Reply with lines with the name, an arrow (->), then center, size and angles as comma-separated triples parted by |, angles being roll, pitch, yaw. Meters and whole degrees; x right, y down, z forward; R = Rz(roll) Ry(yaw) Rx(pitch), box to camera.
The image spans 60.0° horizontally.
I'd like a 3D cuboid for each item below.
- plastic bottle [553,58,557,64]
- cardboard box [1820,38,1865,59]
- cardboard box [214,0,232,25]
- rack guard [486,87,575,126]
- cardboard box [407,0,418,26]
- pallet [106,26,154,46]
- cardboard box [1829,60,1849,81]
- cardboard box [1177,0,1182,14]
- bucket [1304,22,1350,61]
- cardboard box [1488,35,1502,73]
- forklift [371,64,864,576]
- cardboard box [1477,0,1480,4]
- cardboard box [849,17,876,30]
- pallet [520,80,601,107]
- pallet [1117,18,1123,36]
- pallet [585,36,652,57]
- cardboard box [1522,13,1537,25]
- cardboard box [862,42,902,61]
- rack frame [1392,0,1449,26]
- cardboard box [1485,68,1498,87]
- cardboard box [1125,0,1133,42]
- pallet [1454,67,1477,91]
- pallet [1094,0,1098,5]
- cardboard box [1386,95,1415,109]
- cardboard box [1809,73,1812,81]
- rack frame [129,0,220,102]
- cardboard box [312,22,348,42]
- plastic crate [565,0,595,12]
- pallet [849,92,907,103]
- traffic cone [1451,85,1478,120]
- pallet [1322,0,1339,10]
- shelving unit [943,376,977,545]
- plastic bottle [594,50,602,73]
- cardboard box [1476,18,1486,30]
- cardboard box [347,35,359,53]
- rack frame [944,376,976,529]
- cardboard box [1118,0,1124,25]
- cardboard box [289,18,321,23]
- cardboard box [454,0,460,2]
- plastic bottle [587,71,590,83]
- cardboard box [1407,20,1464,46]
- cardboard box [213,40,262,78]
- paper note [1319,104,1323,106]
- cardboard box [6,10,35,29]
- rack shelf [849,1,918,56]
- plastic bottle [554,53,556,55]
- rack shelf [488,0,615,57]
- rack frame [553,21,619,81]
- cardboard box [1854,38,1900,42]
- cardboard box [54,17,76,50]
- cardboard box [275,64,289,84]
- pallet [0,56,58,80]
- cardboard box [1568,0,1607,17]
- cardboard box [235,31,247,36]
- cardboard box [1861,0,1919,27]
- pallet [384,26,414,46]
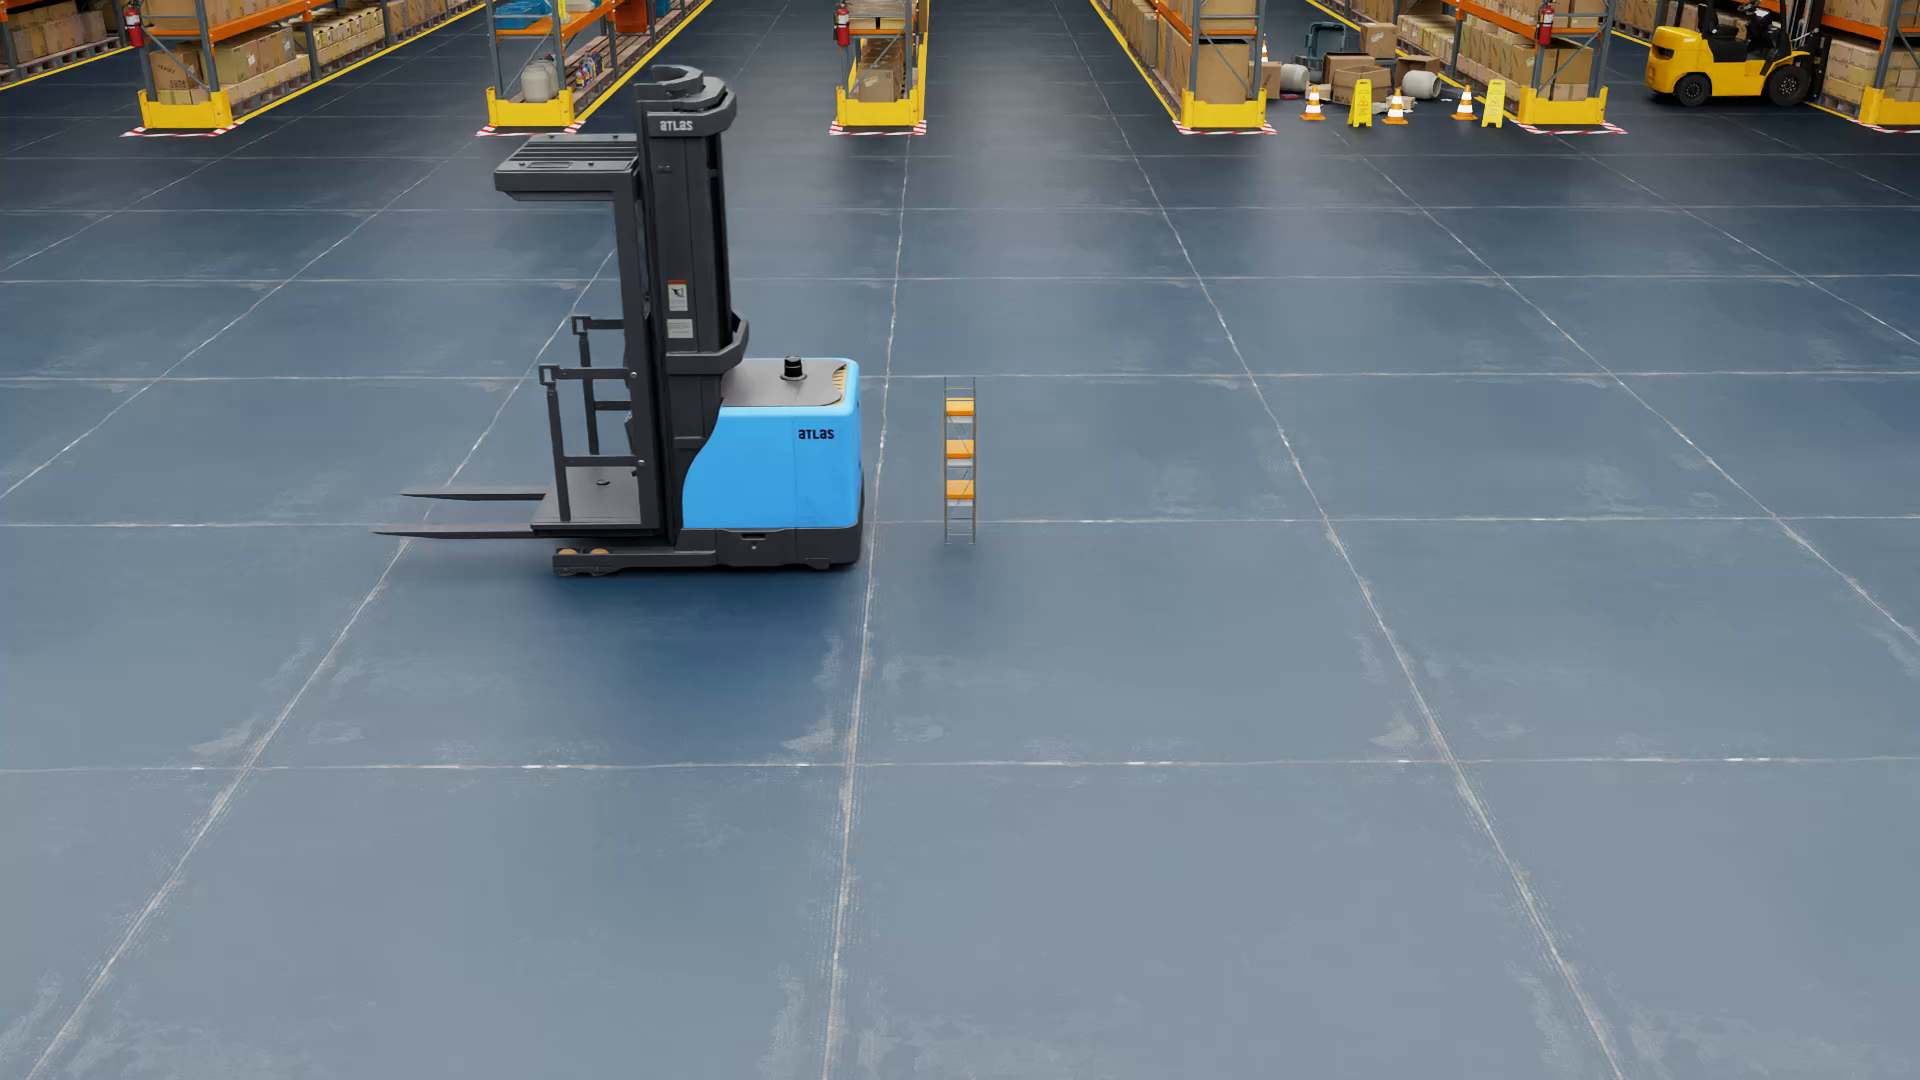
plastic bottle -> -6.461, -7.565, 26.614 | 0.097, 0.271, 0.097 | 0, 24, 0
cardboard box -> 13.348, -7.445, 25.184 | 0.500, 0.250, 0.500 | 0, 24, 0
cardboard box -> -11.090, -7.787, 24.206 | 0.700, 0.500, 0.500 | 0, 24, 1
rack guard -> -6.182, -6.245, 23.952 | 1.175, 0.500, 0.348 | 0, 24, -1
cardboard box -> -10.905, -10.302, 32.387 | 0.500, 0.500, 0.500 | -1, 24, -1
pallet -> -16.061, -9.660, 31.852 | 1.003, 0.211, 1.213 | 0, 24, -1
cardboard box -> 13.379, -7.016, 24.843 | 0.500, 0.250, 0.500 | 0, 24, -1
cardboard box -> 3.775, -8.253, 25.176 | 0.875, 0.550, 0.500 | 0, 24, -1
bucket -> 6.043, -8.160, 27.280 | 0.726, 0.611, 0.620 | 8, 16, 18
cardboard box -> 8.451, -7.452, 25.504 | 0.500, 0.500, 0.500 | -1, 24, -2
forklift -> -2.147, -1.331, 10.137 | 3.031, 2.935, 1.130 | 0, 24, -1
cardboard box -> 8.455, -8.609, 26.451 | 0.380, 0.149, 0.250 | 0, 24, -1
cardboard box -> -1.391, -7.378, 23.727 | 0.380, 0.149, 0.250 | 0, 24, -1
pallet -> -6.195, -6.950, 25.861 | 1.003, 0.211, 1.213 | 0, 24, -1
pallet -> 3.675, -10.206, 33.059 | 1.003, 0.211, 1.213 | 0, 24, -1
pallet -> -6.251, -9.060, 30.526 | 1.003, 0.211, 1.213 | 0, 24, -1
cardboard box -> 8.397, -7.563, 24.136 | 0.380, 0.149, 0.250 | -1, 24, -1
cardboard box -> -1.246, -7.675, 26.604 | 0.500, 0.500, 0.500 | 8, 25, 16
rack frame -> 8.641, -10.717, 30.805 | 1.000, 3.000, 0.127 | 0, 24, -1
cardboard box -> 8.442, -7.120, 25.679 | 0.500, 0.250, 0.500 | -1, 24, -2
cardboard box -> 3.609, -9.568, 30.485 | 1.050, 0.750, 0.750 | -1, 24, -1
pallet -> 8.727, -7.521, 27.124 | 1.003, 0.211, 1.213 | 0, 24, -1
pallet -> 3.580, -12.312, 37.717 | 1.003, 0.211, 1.213 | 0, 24, -1
cardboard box -> 6.694, -6.652, 25.277 | 0.380, 0.149, 0.250 | 13, 27, 27
cardboard box -> 13.350, -7.200, 25.856 | 0.500, 0.250, 0.500 | 1, 24, 1
rack frame -> -11.087, -7.333, 23.323 | 1.000, 3.000, 0.127 | 0, 24, -1
cardboard box -> -10.893, -8.766, 28.638 | 0.500, 0.311, 0.500 | -1, 24, -2
plastic crate -> -5.906, -8.213, 25.590 | 0.530, 0.136, 0.437 | 0, 24, -1
pallet -> -1.155, -6.471, 24.802 | 1.003, 0.211, 1.213 | 0, 24, -1
traffic cone -> 7.434, -6.436, 24.418 | 0.336, 0.463, 0.334 | 0, 24, -1
pallet -> 8.651, -11.912, 36.832 | 1.003, 0.211, 1.213 | 0, 24, -1
shelving unit -> -0.001, -0.500, 10.582 | 0.215, 1.050, 0.252 | 0, 24, -1
plastic bottle -> -5.882, -7.731, 26.884 | 0.144, 0.351, 0.185 | -1, 24, -2
cardboard box -> 8.370, -8.136, 26.230 | 0.380, 0.149, 0.250 | 1, 24, 1
cardboard box -> -10.904, -8.720, 29.218 | 0.500, 0.250, 0.500 | 0, 24, 0
rack frame -> -0.002, -0.551, 10.694 | 0.200, 1.050, 0.008 | 0, 24, -1
cardboard box -> 3.400, -10.407, 32.644 | 0.500, 0.500, 0.500 | -1, 24, -3
cardboard box -> -11.438, -8.968, 29.084 | 0.500, 0.311, 0.500 | -1, 24, -1
cardboard box -> -11.025, -11.717, 35.922 | 0.380, 0.166, 0.250 | 0, 24, -1
plastic bottle -> -5.848, -7.251, 26.003 | 0.097, 0.201, 0.097 | 0, 24, 0
cardboard box -> 8.653, -9.174, 30.073 | 0.950, 0.372, 0.625 | -1, 24, -2
cardboard box -> -10.896, -7.247, 25.050 | 0.500, 0.500, 0.500 | 0, 24, -1
paper note -> 5.461, -6.639, 25.395 | 0.144, 0.017, 0.142 | 8, 26, 18
cardboard box -> -16.117, -8.845, 28.256 | 0.500, 0.250, 0.500 | -1, 24, -2
rack shelf -> -1.203, -7.872, 25.388 | 1.077, 0.370, 4.000 | 0, 24, -1
plastic bottle -> -6.612, -7.826, 27.190 | 0.097, 0.271, 0.097 | 0, 24, 0
rack shelf -> -6.156, -7.850, 25.339 | 1.077, 0.370, 4.000 | 0, 24, -1
rack frame -> -6.177, -9.002, 27.013 | 1.000, 3.000, 0.127 | 0, 24, -1
cardboard box -> 13.872, -7.449, 25.194 | 0.500, 0.250, 0.500 | 0, 24, -1
cardboard box -> -16.144, -8.953, 29.405 | 0.700, 0.500, 0.500 | 0, 24, -1
cardboard box -> -10.891, -7.317, 26.116 | 0.500, 0.250, 0.500 | 0, 24, -1
pallet -> -16.094, -8.007, 28.198 | 1.003, 0.211, 1.213 | 0, 24, -1
cardboard box -> 9.001, -7.798, 23.869 | 0.500, 0.500, 0.500 | -1, 24, -1
cardboard box -> -11.427, -7.656, 25.956 | 0.500, 0.500, 0.500 | 0, 24, -1
cardboard box -> 13.424, -7.691, 23.994 | 0.500, 0.500, 0.500 | -1, 24, -2
pallet -> -11.144, -9.666, 31.867 | 1.003, 0.211, 1.213 | 0, 24, -1
